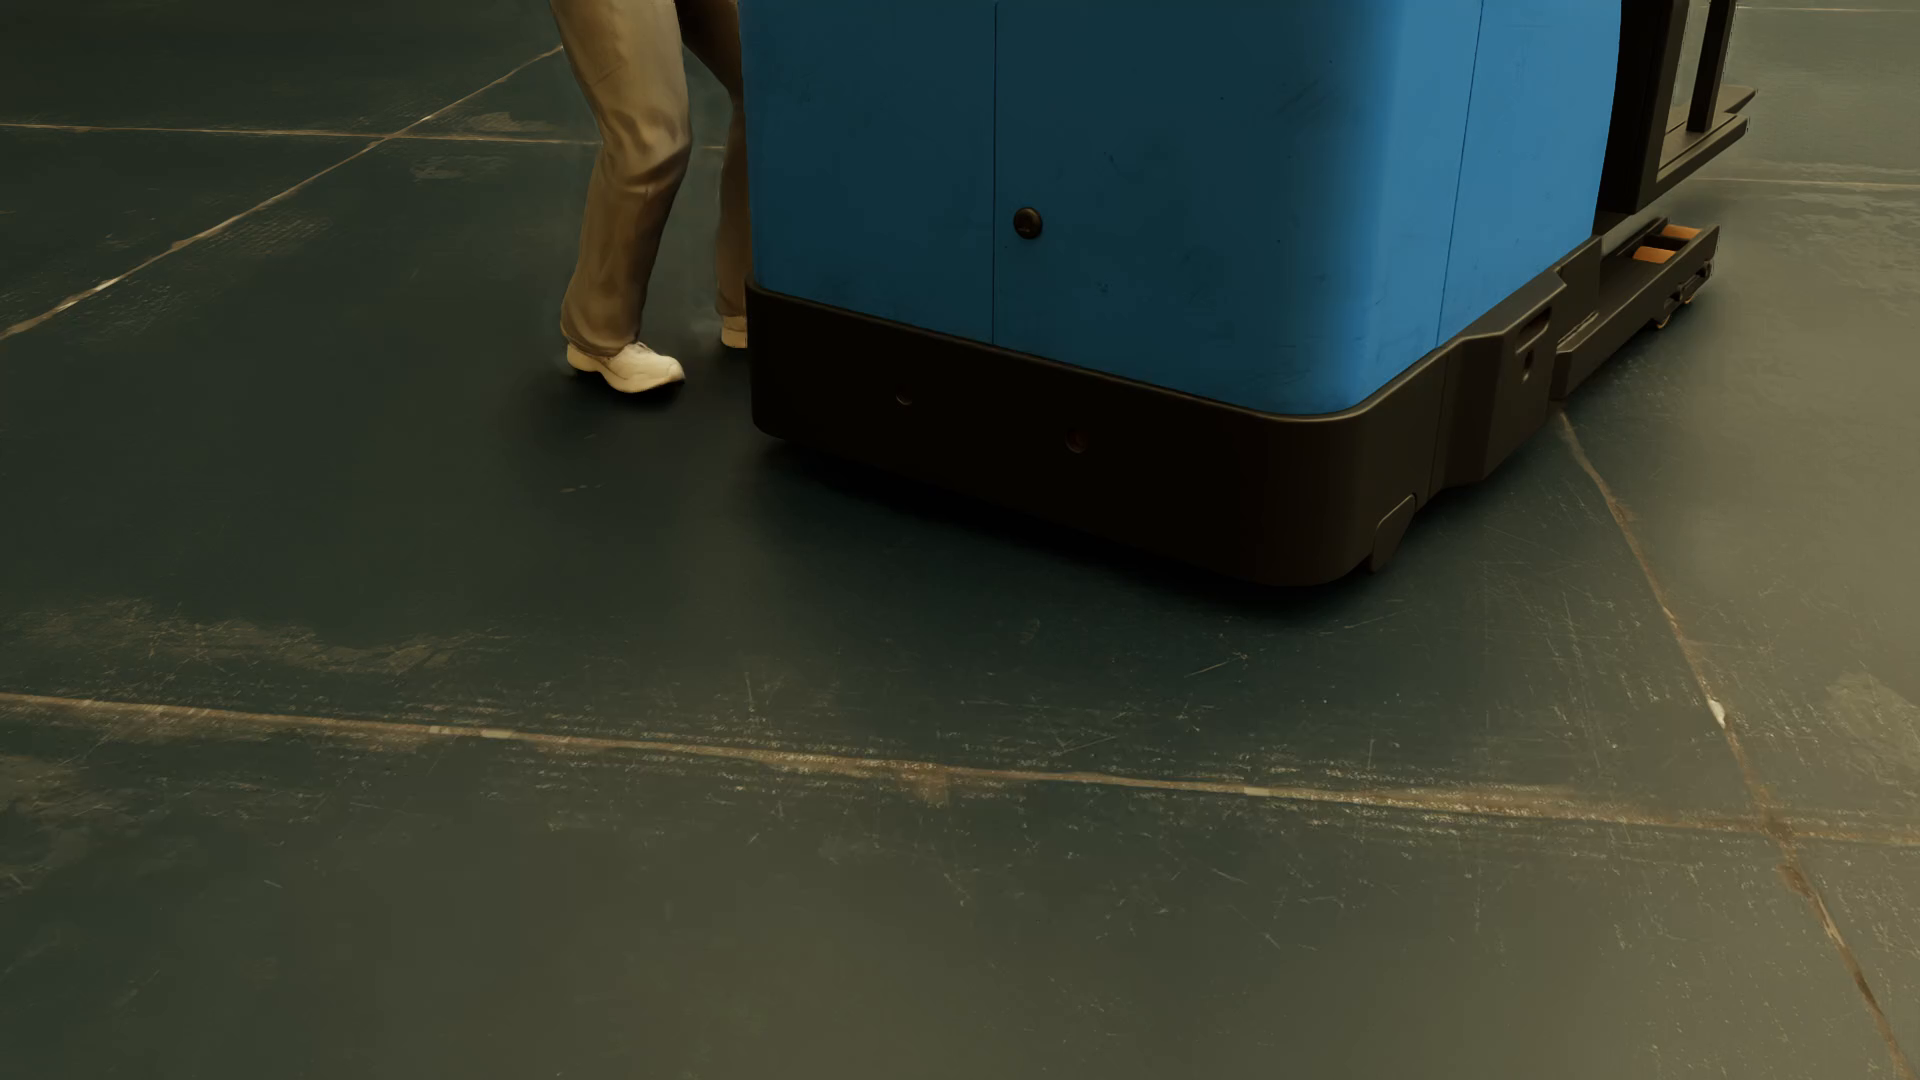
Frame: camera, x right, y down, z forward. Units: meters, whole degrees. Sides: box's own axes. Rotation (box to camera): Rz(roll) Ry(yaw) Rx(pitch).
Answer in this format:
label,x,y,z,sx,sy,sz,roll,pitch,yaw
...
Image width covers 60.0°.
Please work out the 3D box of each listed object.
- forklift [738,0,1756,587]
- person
label,x,y,z,sx,sy,sz,roll,pitch,yaw
forklift,0.932,-1.849,2.922,1.130,2.935,3.031,18,32,32
person,-0.504,-1.037,2.763,0.451,1.628,0.725,15,30,28
